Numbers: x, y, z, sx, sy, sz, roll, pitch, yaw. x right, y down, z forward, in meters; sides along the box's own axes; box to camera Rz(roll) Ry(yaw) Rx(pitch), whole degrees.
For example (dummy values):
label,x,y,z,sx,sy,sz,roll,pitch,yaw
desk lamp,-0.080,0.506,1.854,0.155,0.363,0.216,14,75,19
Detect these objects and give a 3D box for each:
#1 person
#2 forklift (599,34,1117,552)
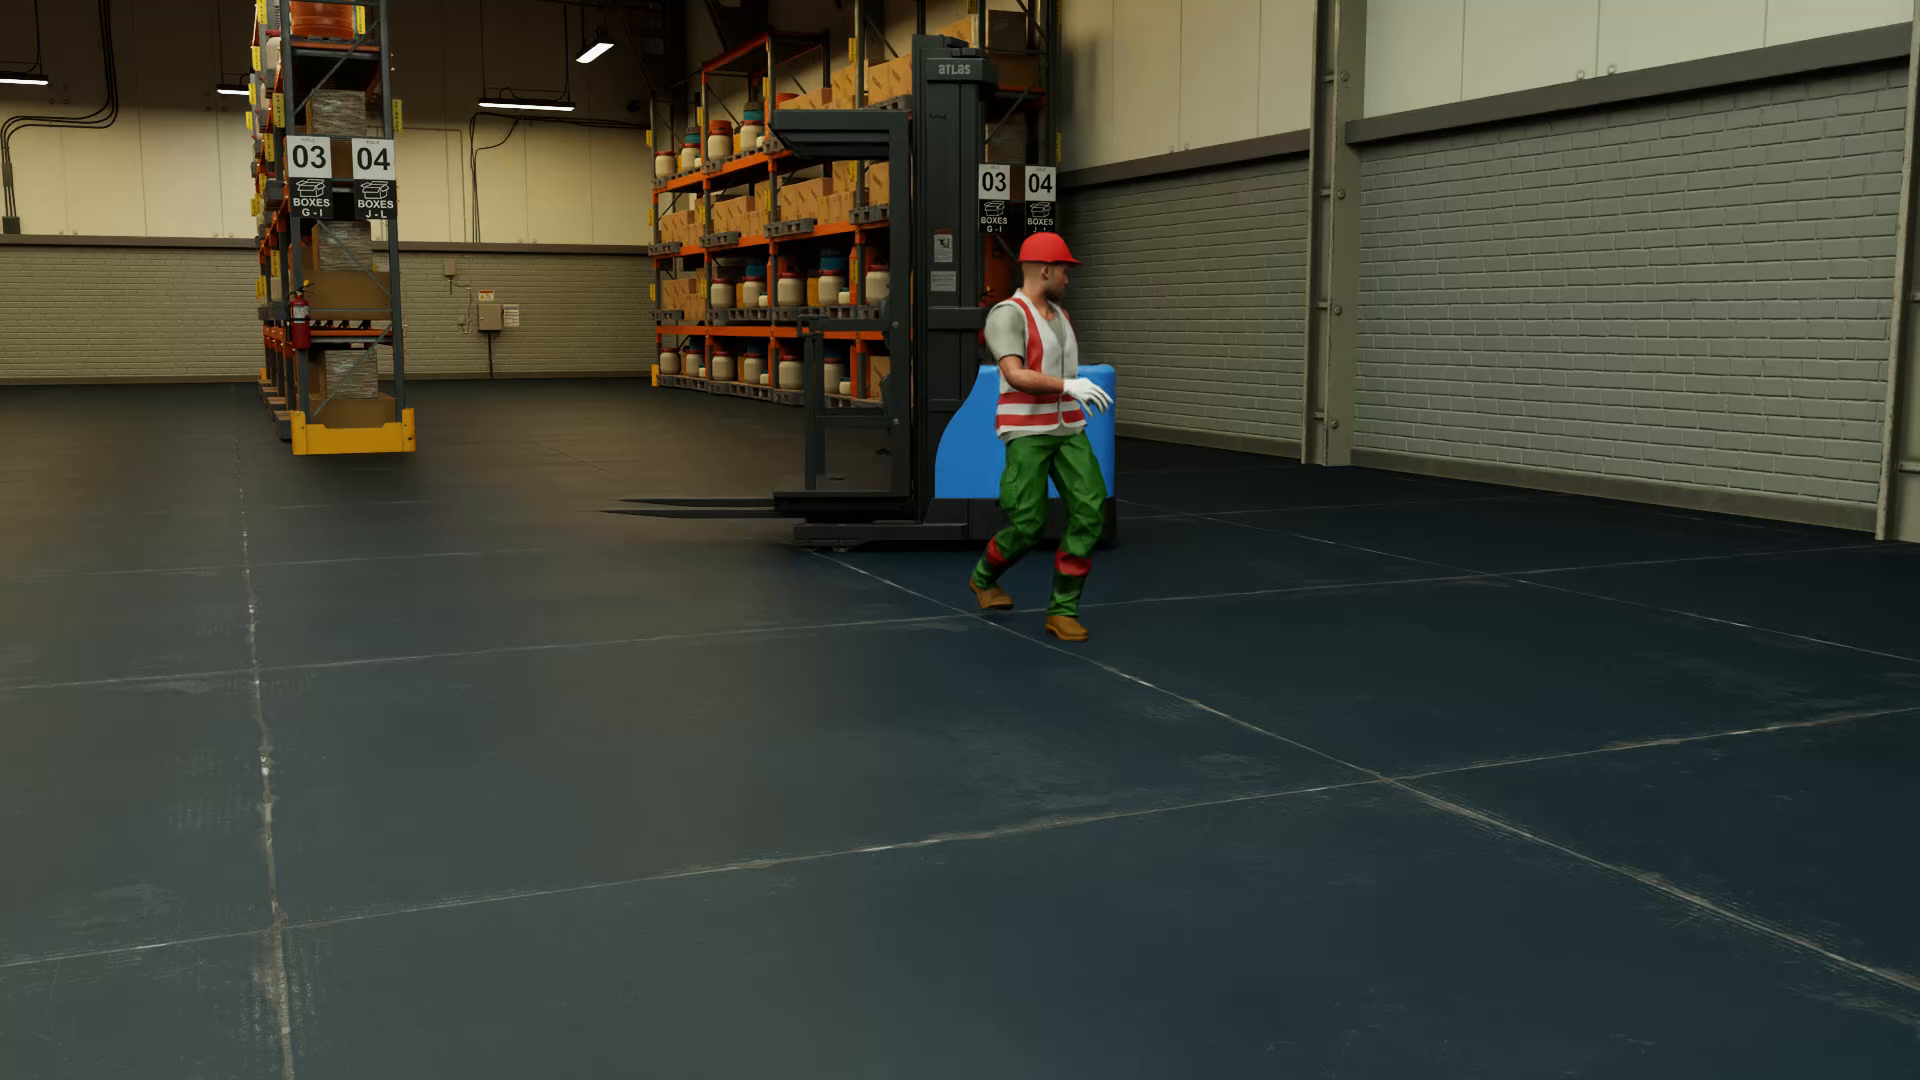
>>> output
label,x,y,z,sx,sy,sz,roll,pitch,yaw
person,0.360,-0.461,7.176,0.628,1.706,0.782,-5,9,-32
forklift,-0.610,-1.451,9.948,3.031,2.935,1.130,0,8,-1
